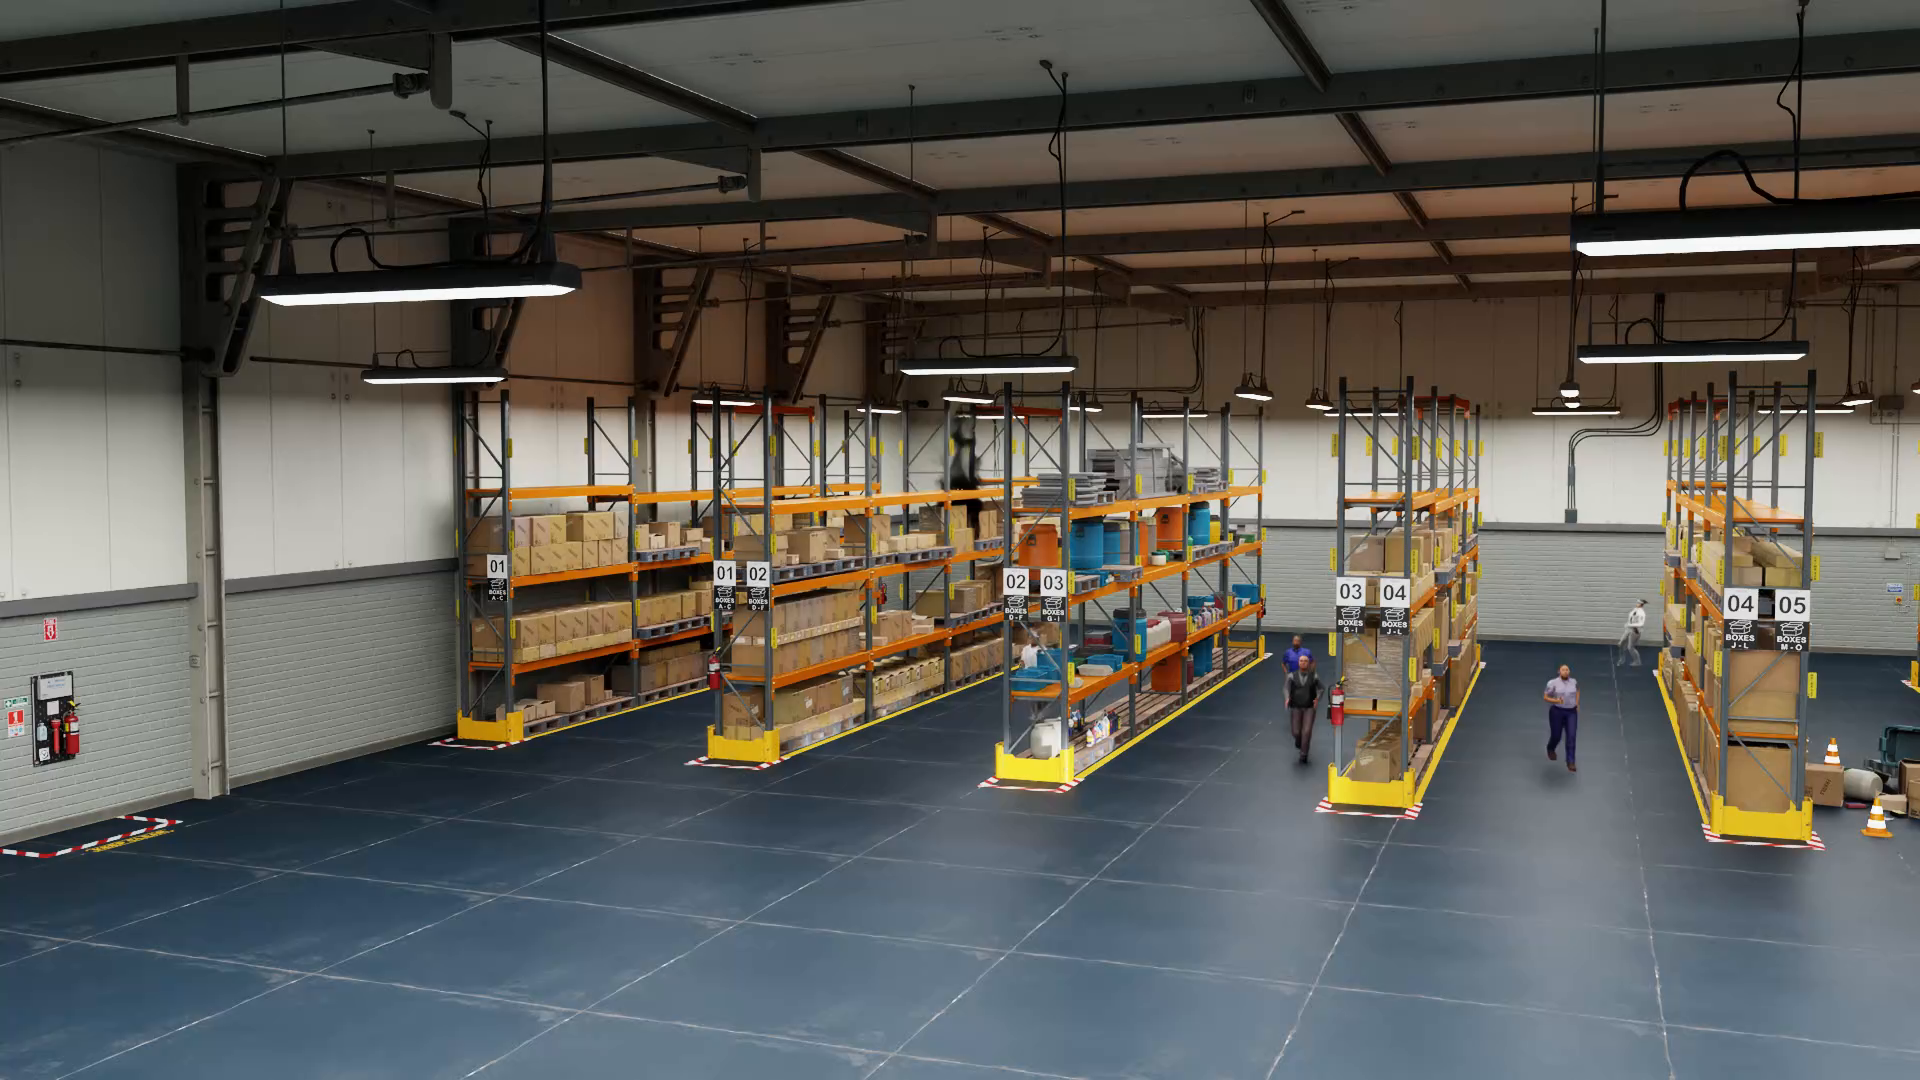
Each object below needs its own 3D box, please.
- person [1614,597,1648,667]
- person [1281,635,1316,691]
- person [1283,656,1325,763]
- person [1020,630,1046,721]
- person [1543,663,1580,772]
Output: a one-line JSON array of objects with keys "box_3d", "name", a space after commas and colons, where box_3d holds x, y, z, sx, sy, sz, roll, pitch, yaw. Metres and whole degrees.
[{"box_3d": [15.317, 2.113, 37.906, 0.569, 1.677, 0.733, 0, 3, 3], "name": "person"}, {"box_3d": [6.154, 2.541, 30.289, 0.608, 1.601, 0.581, 1, 3, 18], "name": "person"}, {"box_3d": [5.523, 2.696, 26.725, 0.670, 1.686, 0.660, 1, 3, 15], "name": "person"}, {"box_3d": [1.339, 2.488, 30.422, 0.563, 1.658, 0.572, 1, 3, 21], "name": "person"}, {"box_3d": [9.399, 2.726, 25.898, 0.610, 1.622, 0.958, 0, 3, 4], "name": "person"}]
